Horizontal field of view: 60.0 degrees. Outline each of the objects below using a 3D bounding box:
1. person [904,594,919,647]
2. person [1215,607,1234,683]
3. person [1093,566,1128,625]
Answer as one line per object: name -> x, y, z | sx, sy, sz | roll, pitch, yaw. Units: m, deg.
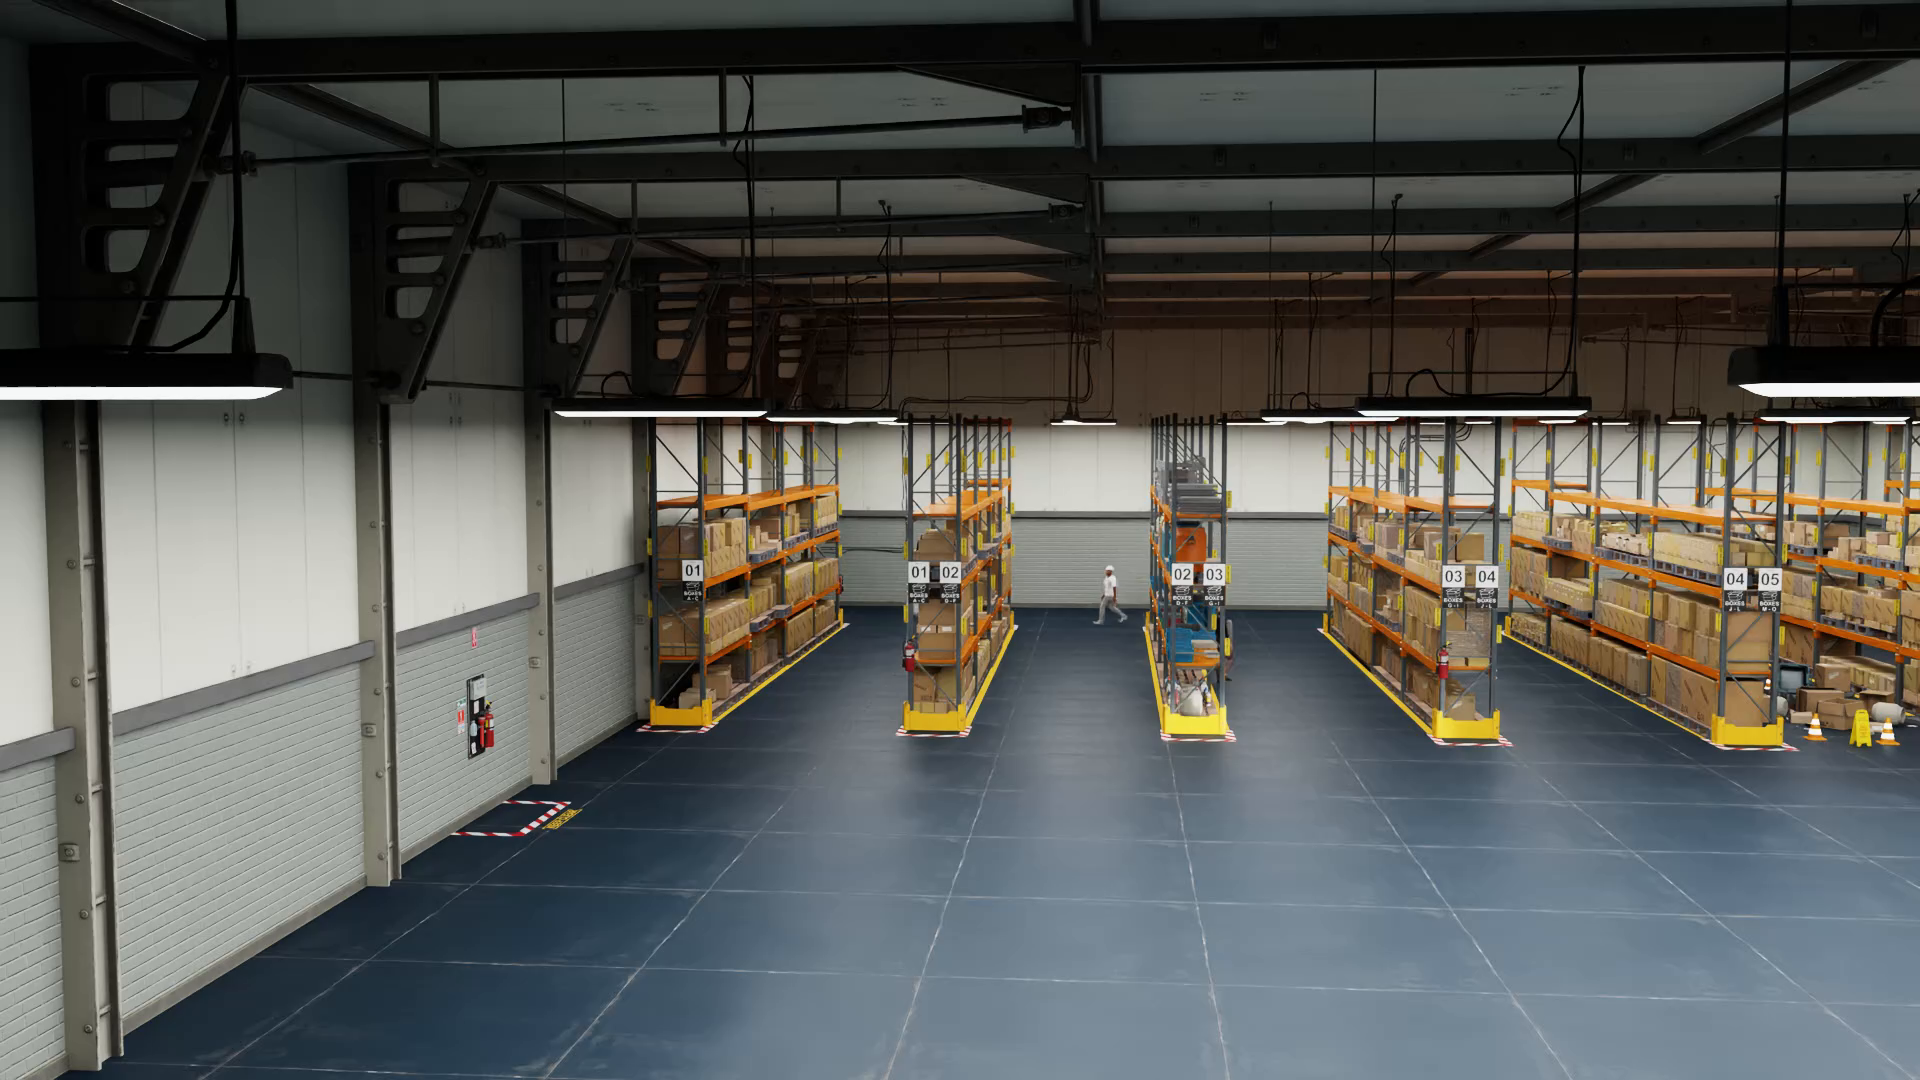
person -> -1.201, 1.936, 43.756 | 0.549, 1.653, 0.971 | 1, 4, 14
person -> 5.858, 2.355, 37.315 | 0.560, 1.721, 0.490 | 2, 4, 26
person -> 4.370, 1.608, 48.300 | 1.019, 1.731, 0.527 | 0, 4, 4
